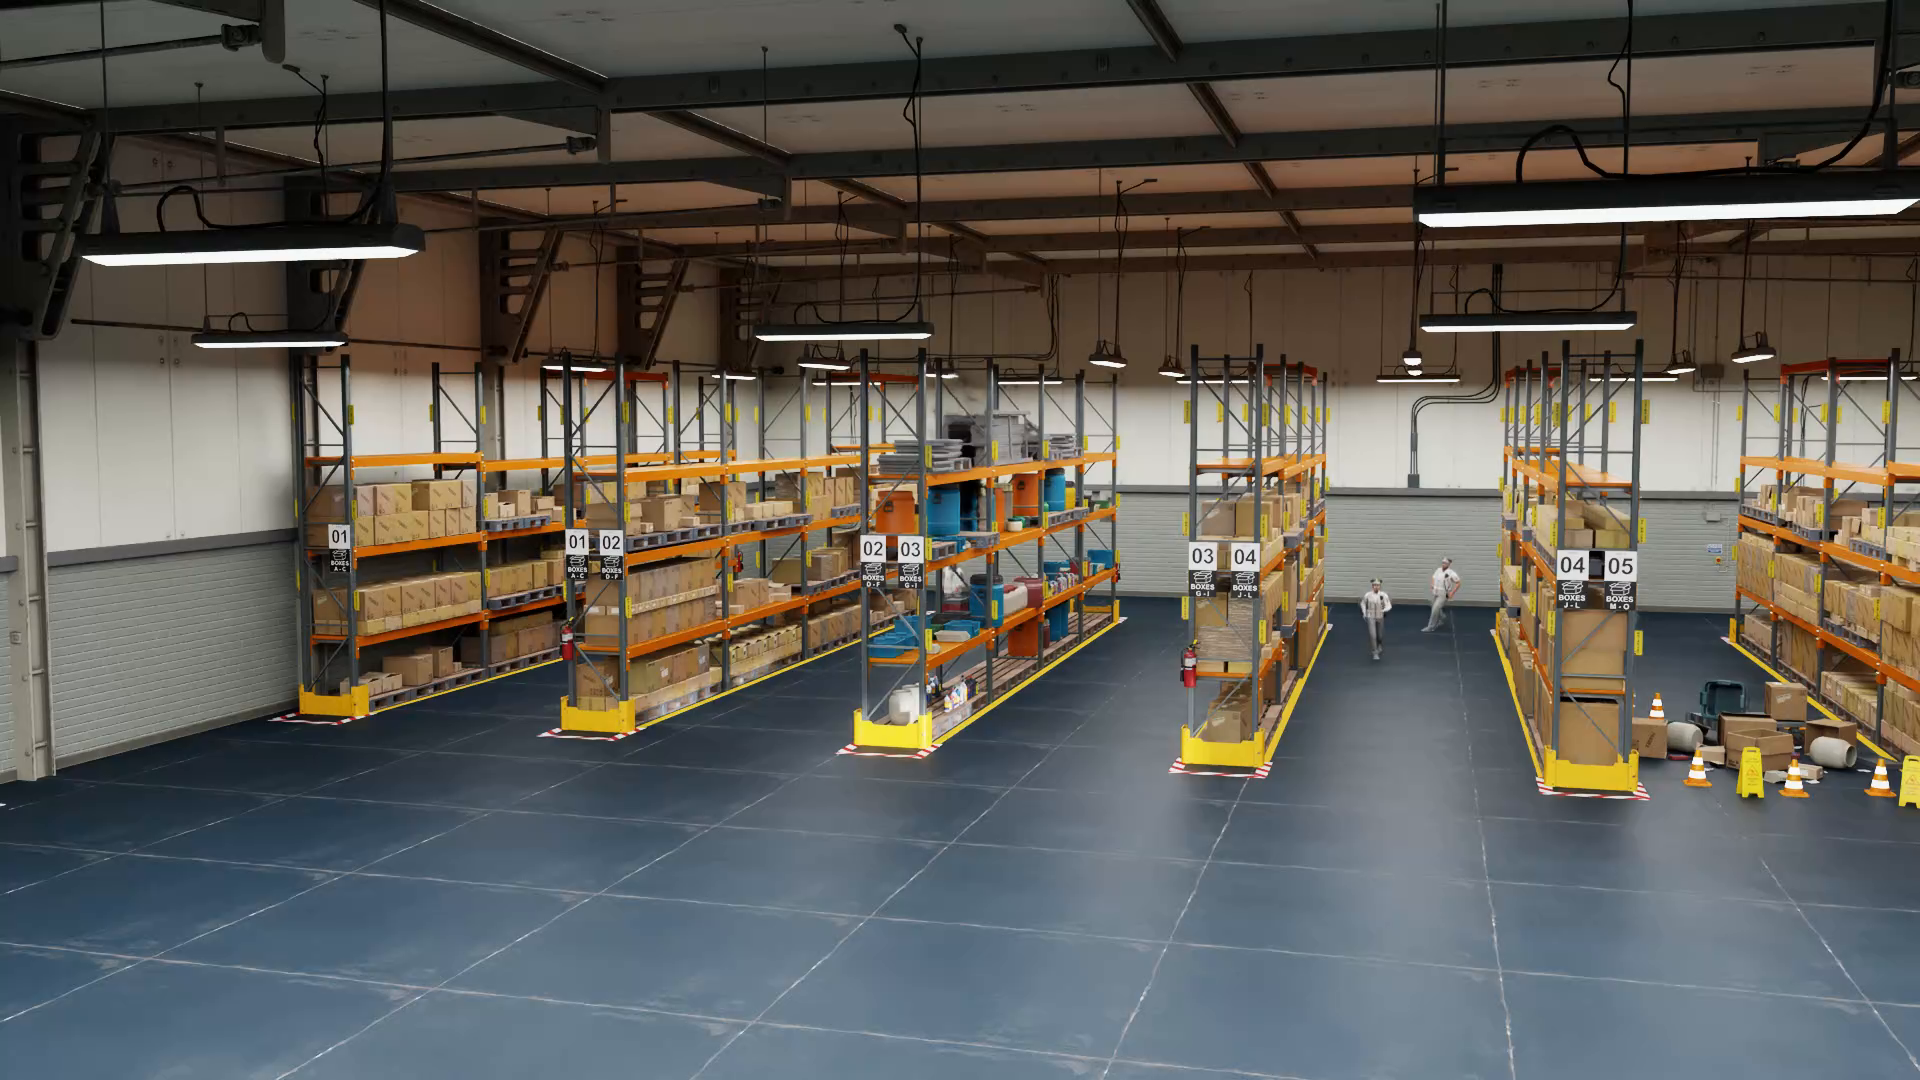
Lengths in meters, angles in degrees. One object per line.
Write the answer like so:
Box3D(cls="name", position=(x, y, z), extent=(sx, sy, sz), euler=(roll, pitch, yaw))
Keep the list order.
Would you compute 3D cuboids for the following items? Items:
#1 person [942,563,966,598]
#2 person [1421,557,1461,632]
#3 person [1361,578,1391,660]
Box3D(cls="person", position=(-0.187, 1.220, 38.975), extent=(0.646, 1.723, 0.609), euler=(0, 4, 5))
Box3D(cls="person", position=(11.134, 1.250, 38.393), extent=(0.926, 1.733, 0.726), euler=(-3, 5, -35))
Box3D(cls="person", position=(8.535, 1.606, 34.136), extent=(0.616, 1.664, 0.688), euler=(1, 4, 13))
